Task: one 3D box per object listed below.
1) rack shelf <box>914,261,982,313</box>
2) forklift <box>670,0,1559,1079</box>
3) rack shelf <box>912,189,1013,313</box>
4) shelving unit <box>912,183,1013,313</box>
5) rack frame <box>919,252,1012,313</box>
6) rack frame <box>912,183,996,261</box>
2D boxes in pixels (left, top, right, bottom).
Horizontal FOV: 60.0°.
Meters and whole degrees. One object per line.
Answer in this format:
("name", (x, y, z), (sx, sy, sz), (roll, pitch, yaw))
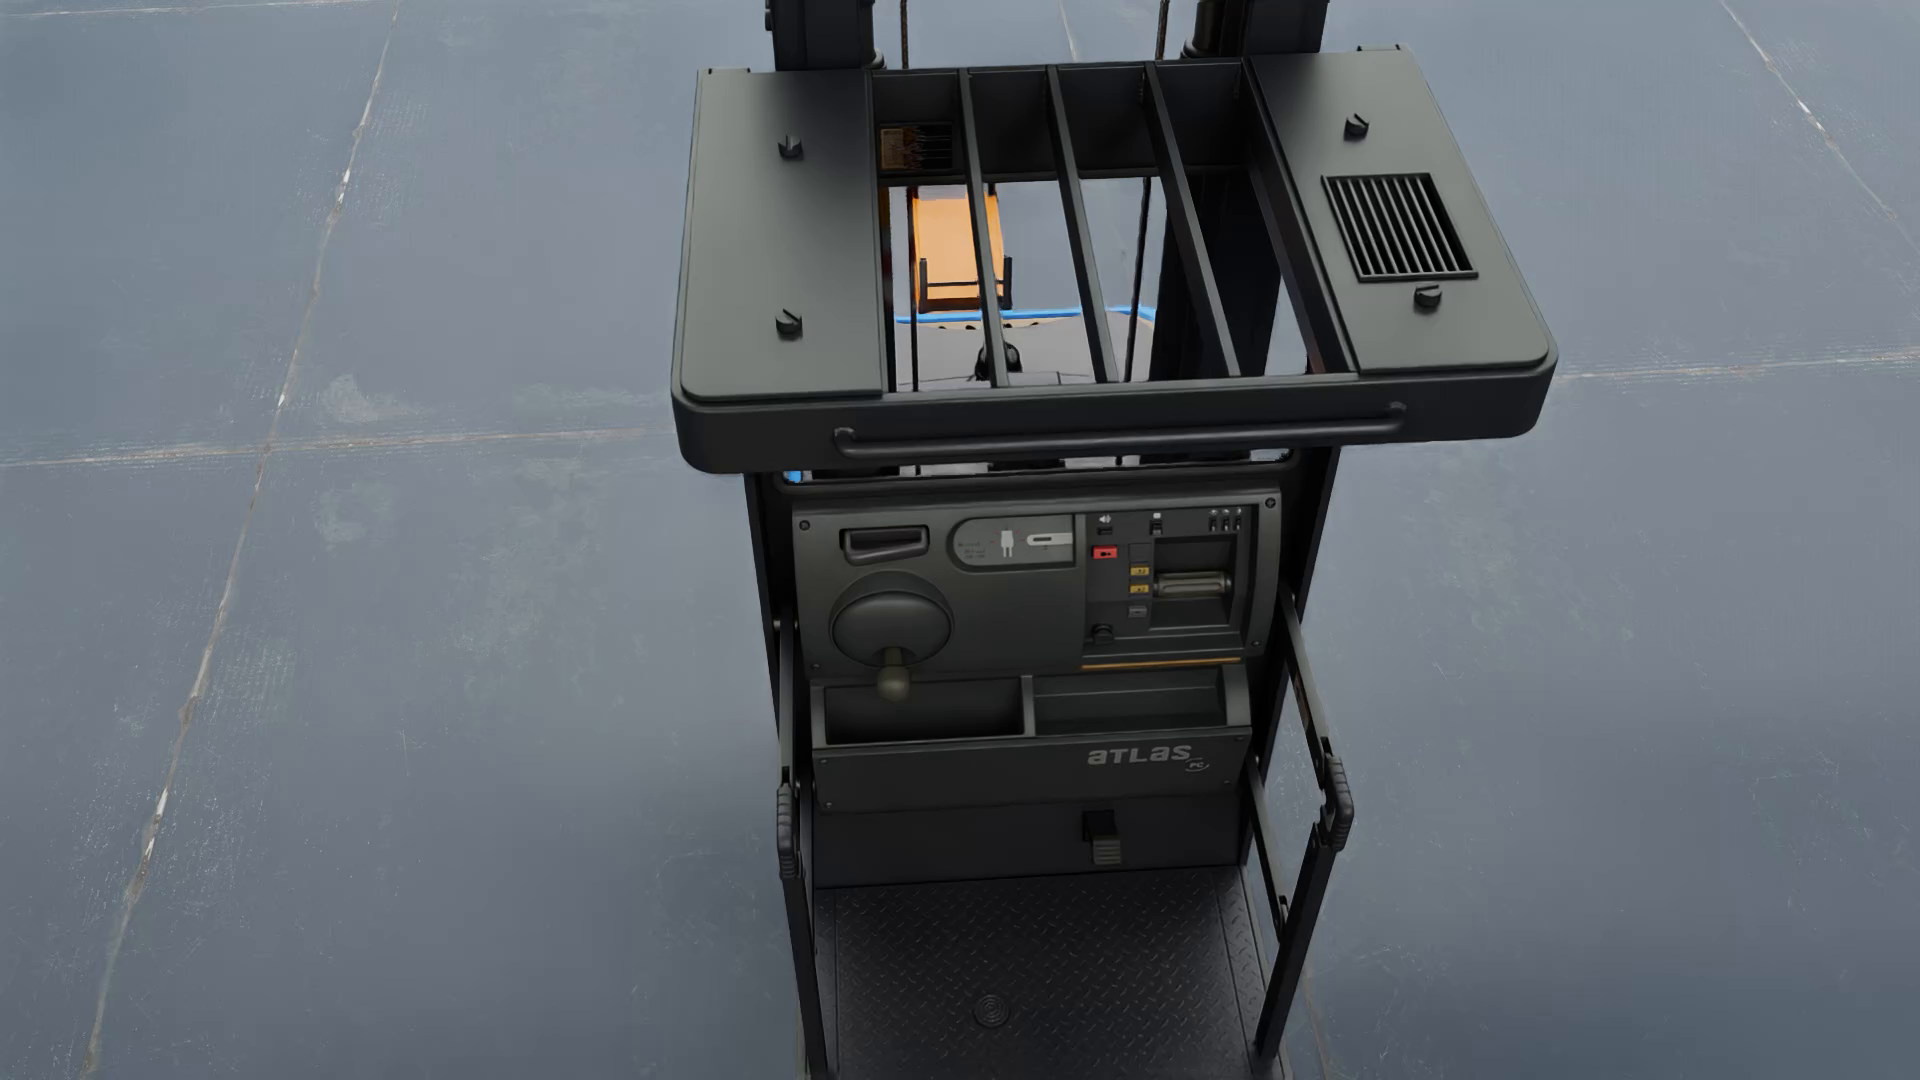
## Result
("rack shelf", (-0.003, -0.605, 4.781), (0.258, 0.148, 0.480), (-3, 47, -3))
("forklift", (0.167, 0.194, 3.047), (1.130, 2.935, 3.031), (-3, 47, -3))
("rack shelf", (-0.003, -0.767, 4.609), (0.258, 0.148, 0.480), (-3, 47, -3))
("shelving unit", (-0.003, -0.497, 4.895), (0.258, 1.200, 0.503), (-3, 47, -3))
("rack frame", (0.013, -0.321, 4.727), (0.240, 1.200, 0.015), (-3, 47, -3))
("rack frame", (-0.019, -0.674, 5.062), (0.240, 1.200, 0.015), (-3, 47, -3))
